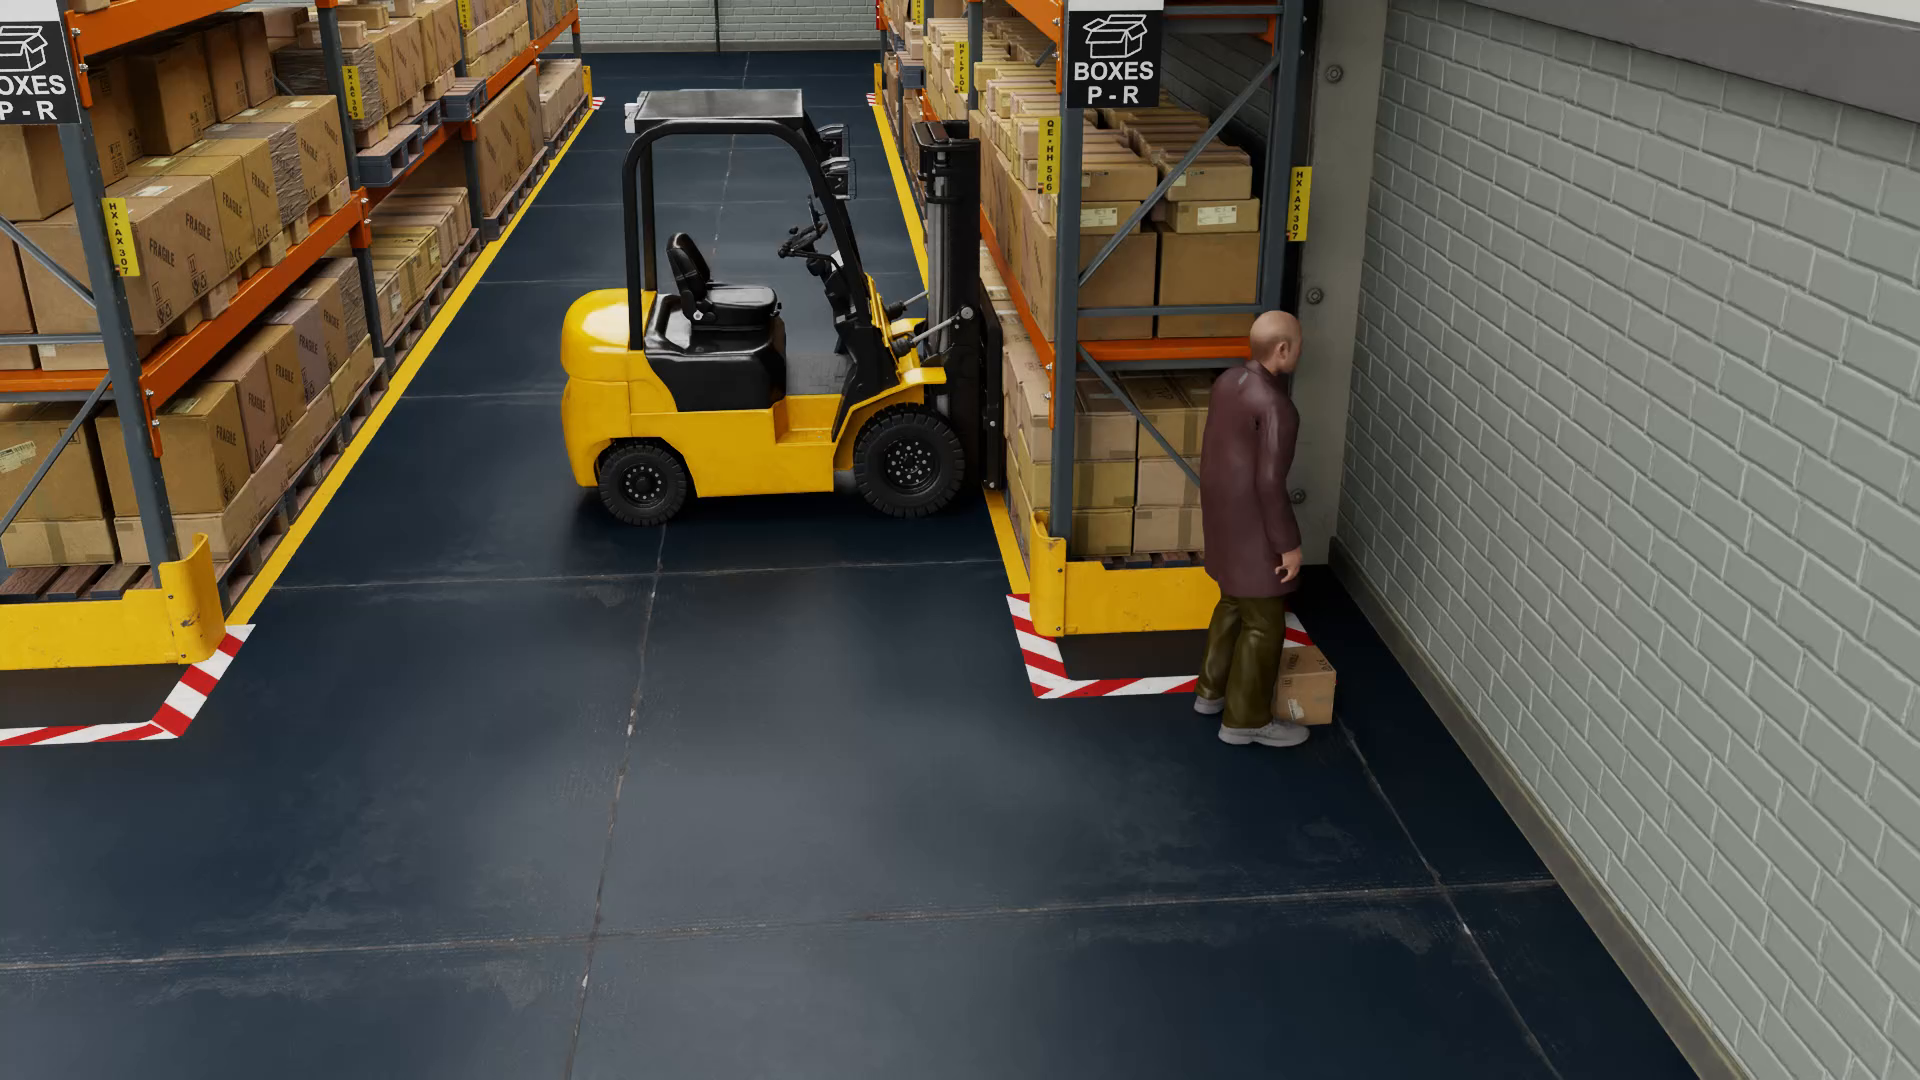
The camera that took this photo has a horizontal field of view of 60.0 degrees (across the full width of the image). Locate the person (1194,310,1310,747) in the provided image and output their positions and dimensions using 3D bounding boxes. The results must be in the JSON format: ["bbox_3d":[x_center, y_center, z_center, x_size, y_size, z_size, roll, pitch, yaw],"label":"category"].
[{"bbox_3d":[1.185,-0.058,6.750,0.420,1.774,0.656,-6,24,-14],"label":"person"}]
